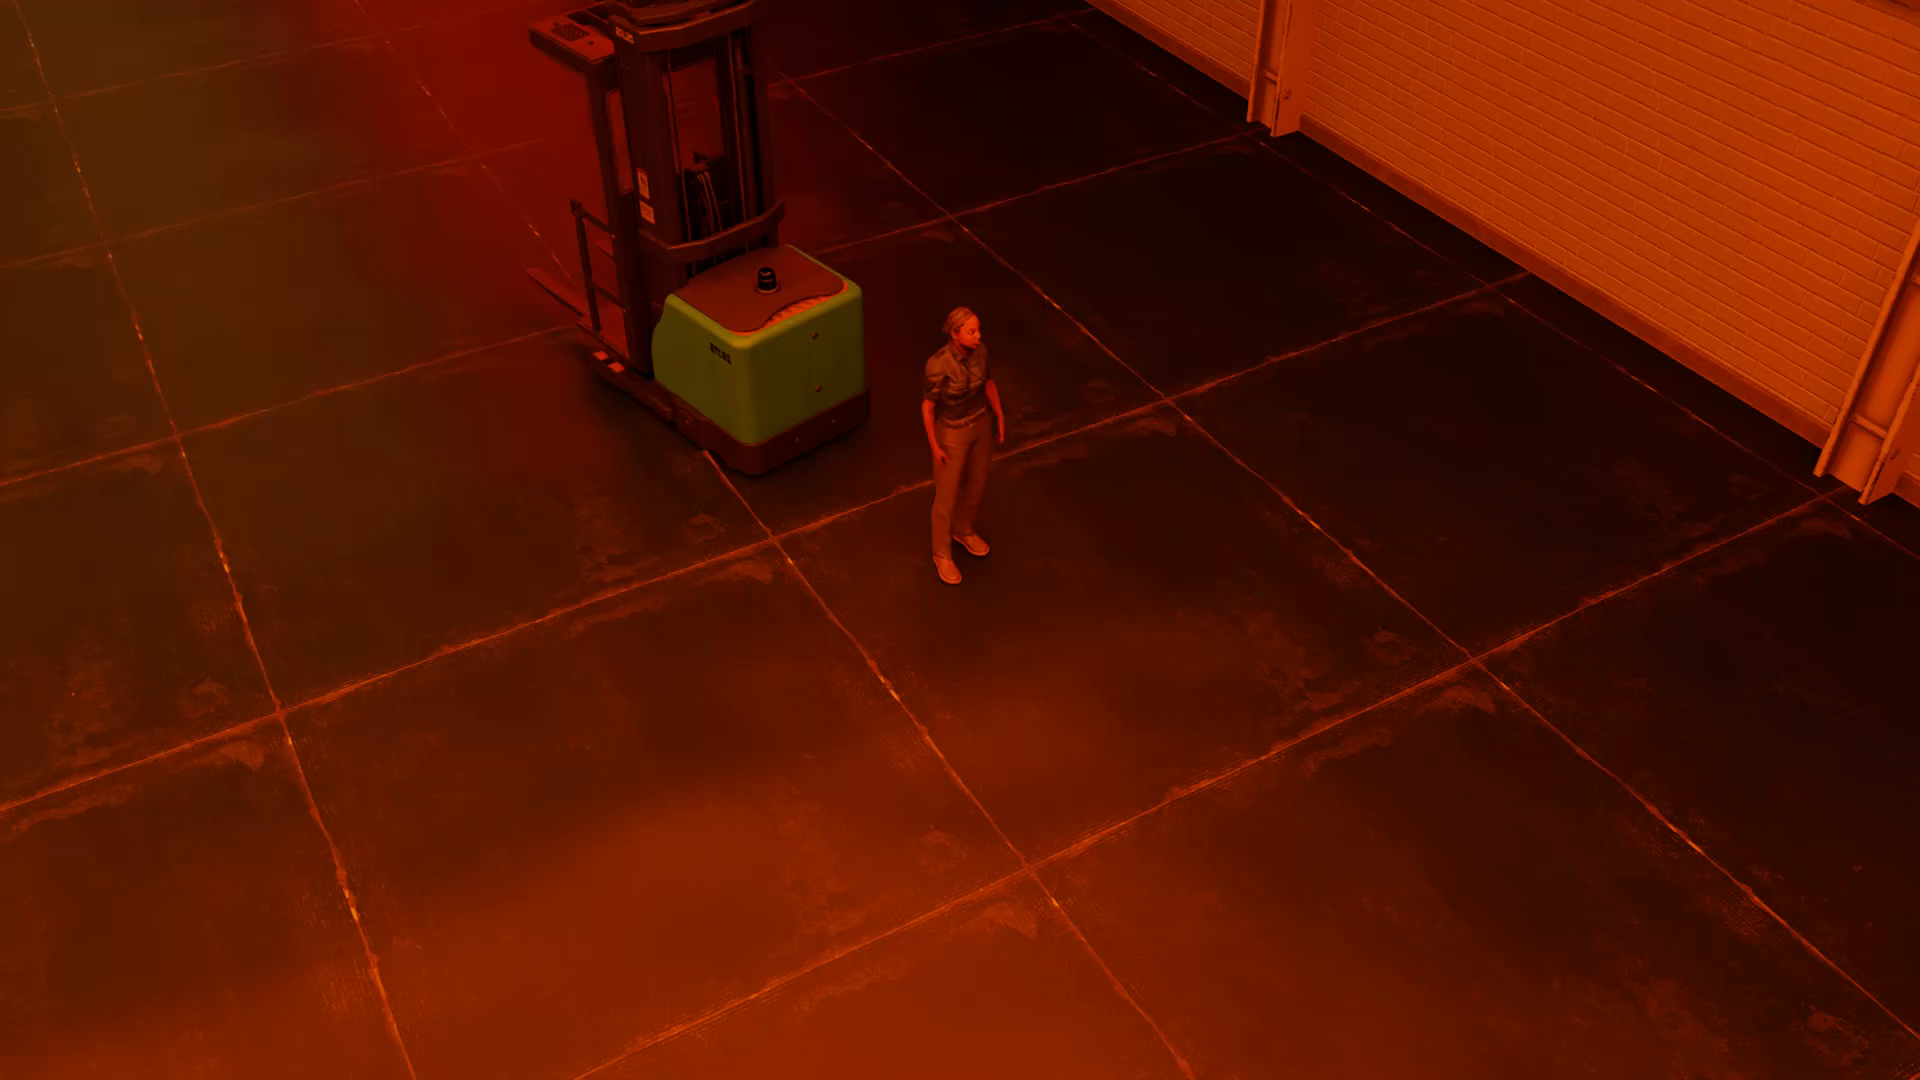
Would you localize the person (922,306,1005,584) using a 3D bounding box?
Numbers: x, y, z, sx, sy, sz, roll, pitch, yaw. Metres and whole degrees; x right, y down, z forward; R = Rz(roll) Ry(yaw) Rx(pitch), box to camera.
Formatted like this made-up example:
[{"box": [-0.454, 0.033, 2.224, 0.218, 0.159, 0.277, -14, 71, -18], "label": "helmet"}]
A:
[{"box": [0.035, -0.583, 9.745, 0.616, 1.655, 0.456, -29, 48, -30], "label": "person"}]

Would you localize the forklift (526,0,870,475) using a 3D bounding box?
[{"box": [-1.973, -2.400, 10.930, 1.130, 2.935, 3.031, -30, 48, -31], "label": "forklift"}]
